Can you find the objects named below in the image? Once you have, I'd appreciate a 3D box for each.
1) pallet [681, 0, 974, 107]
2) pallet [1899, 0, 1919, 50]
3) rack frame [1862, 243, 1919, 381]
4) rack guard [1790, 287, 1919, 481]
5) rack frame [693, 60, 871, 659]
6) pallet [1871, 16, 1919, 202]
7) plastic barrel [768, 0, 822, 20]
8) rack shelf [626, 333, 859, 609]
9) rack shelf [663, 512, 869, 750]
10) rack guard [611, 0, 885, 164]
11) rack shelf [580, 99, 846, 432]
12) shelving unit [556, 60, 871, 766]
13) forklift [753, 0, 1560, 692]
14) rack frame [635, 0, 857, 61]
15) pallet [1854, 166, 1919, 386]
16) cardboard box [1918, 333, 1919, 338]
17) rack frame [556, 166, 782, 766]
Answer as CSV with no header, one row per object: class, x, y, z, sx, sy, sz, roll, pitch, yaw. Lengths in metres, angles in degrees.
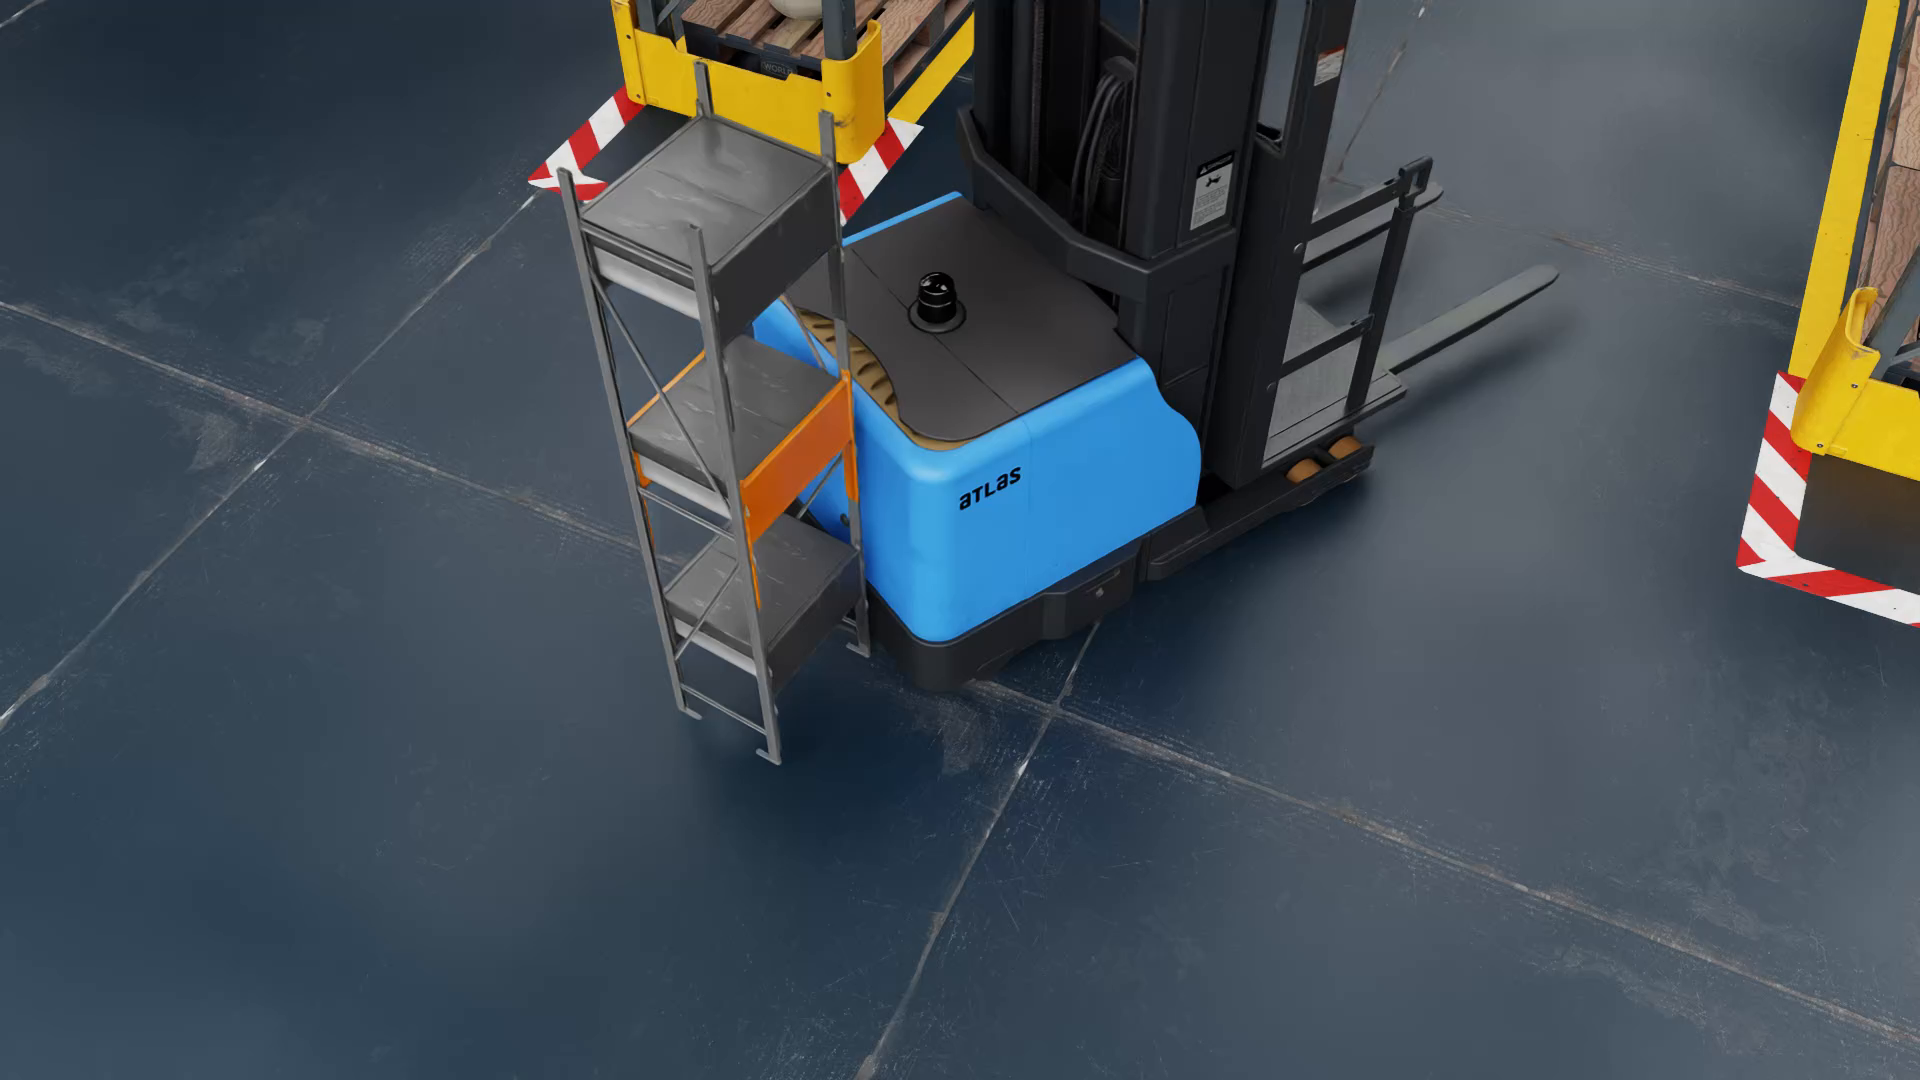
pallet,-0.557,-2.528,7.762,1.003,0.211,1.213,20,52,16
pallet,5.034,-2.571,7.799,1.003,0.211,1.213,20,52,16
rack frame,3.580,-1.195,4.797,1.000,3.000,0.127,20,52,16
rack guard,3.612,-0.437,5.793,1.175,0.500,0.348,20,52,16
rack frame,-0.464,-0.379,4.694,0.400,2.100,0.015,26,54,20
pallet,4.514,-1.728,7.082,1.003,0.211,1.213,20,52,16
plastic barrel,-0.686,-2.614,7.363,0.421,0.512,0.421,0,50,0
rack shelf,-0.595,-0.214,4.571,0.431,0.518,0.480,26,54,20
rack shelf,-0.595,0.240,5.104,0.431,0.518,0.480,26,54,20
rack guard,-0.909,-2.064,7.178,1.175,0.500,0.348,20,52,16
rack shelf,-0.595,-0.667,4.038,0.431,0.518,0.480,26,54,20
shelving unit,-0.595,-0.223,4.561,0.431,2.100,0.503,26,54,20
forklift,0.851,-1.376,4.997,3.031,2.935,1.130,-28,55,-22
rack frame,-0.899,-2.806,6.168,1.000,3.000,0.127,20,52,16
pallet,3.991,-0.891,6.370,1.003,0.211,1.213,20,52,16
cardboard box,3.862,-0.945,5.950,0.500,0.500,0.500,29,55,22
rack frame,-0.726,-0.066,4.427,0.400,2.100,0.015,26,54,20
